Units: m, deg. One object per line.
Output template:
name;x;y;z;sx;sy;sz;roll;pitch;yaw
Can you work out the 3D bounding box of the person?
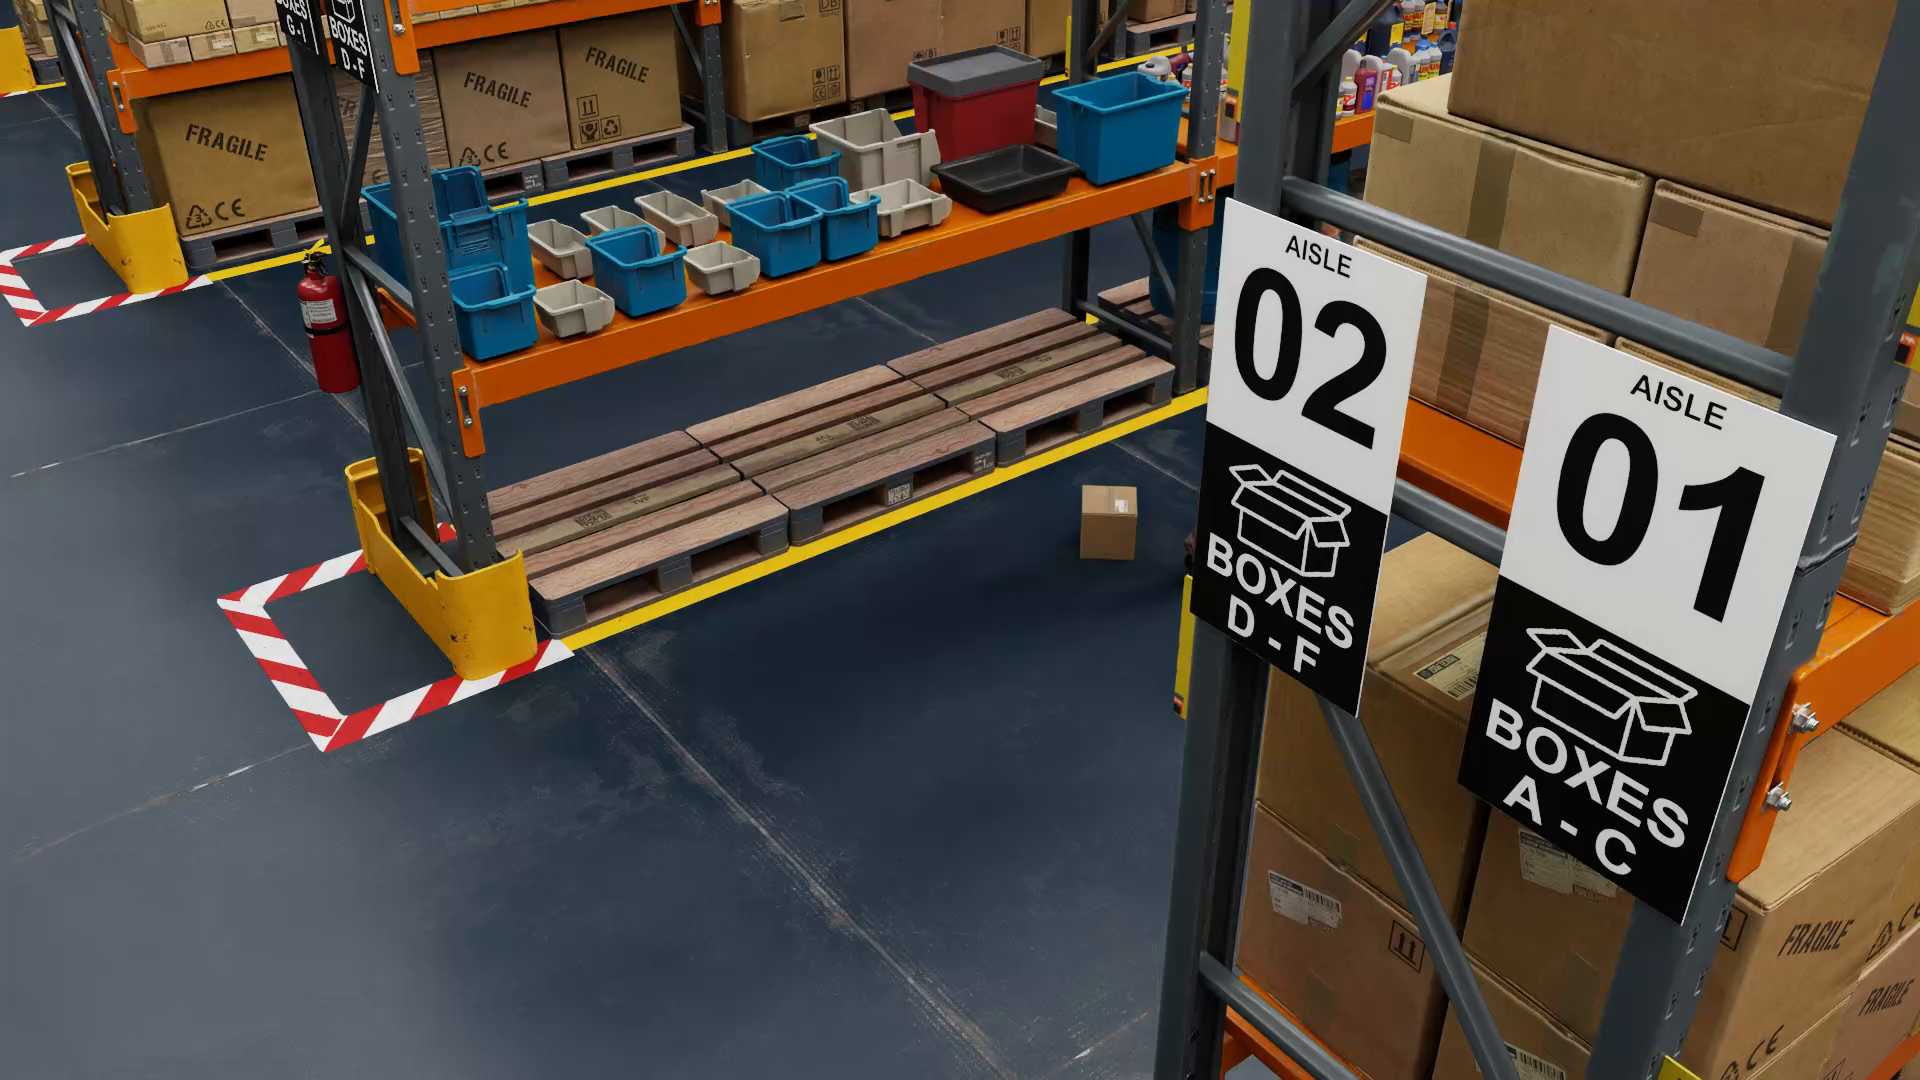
person;1.491;-0.662;7.233;1.100;1.665;0.581;-10;33;-15
